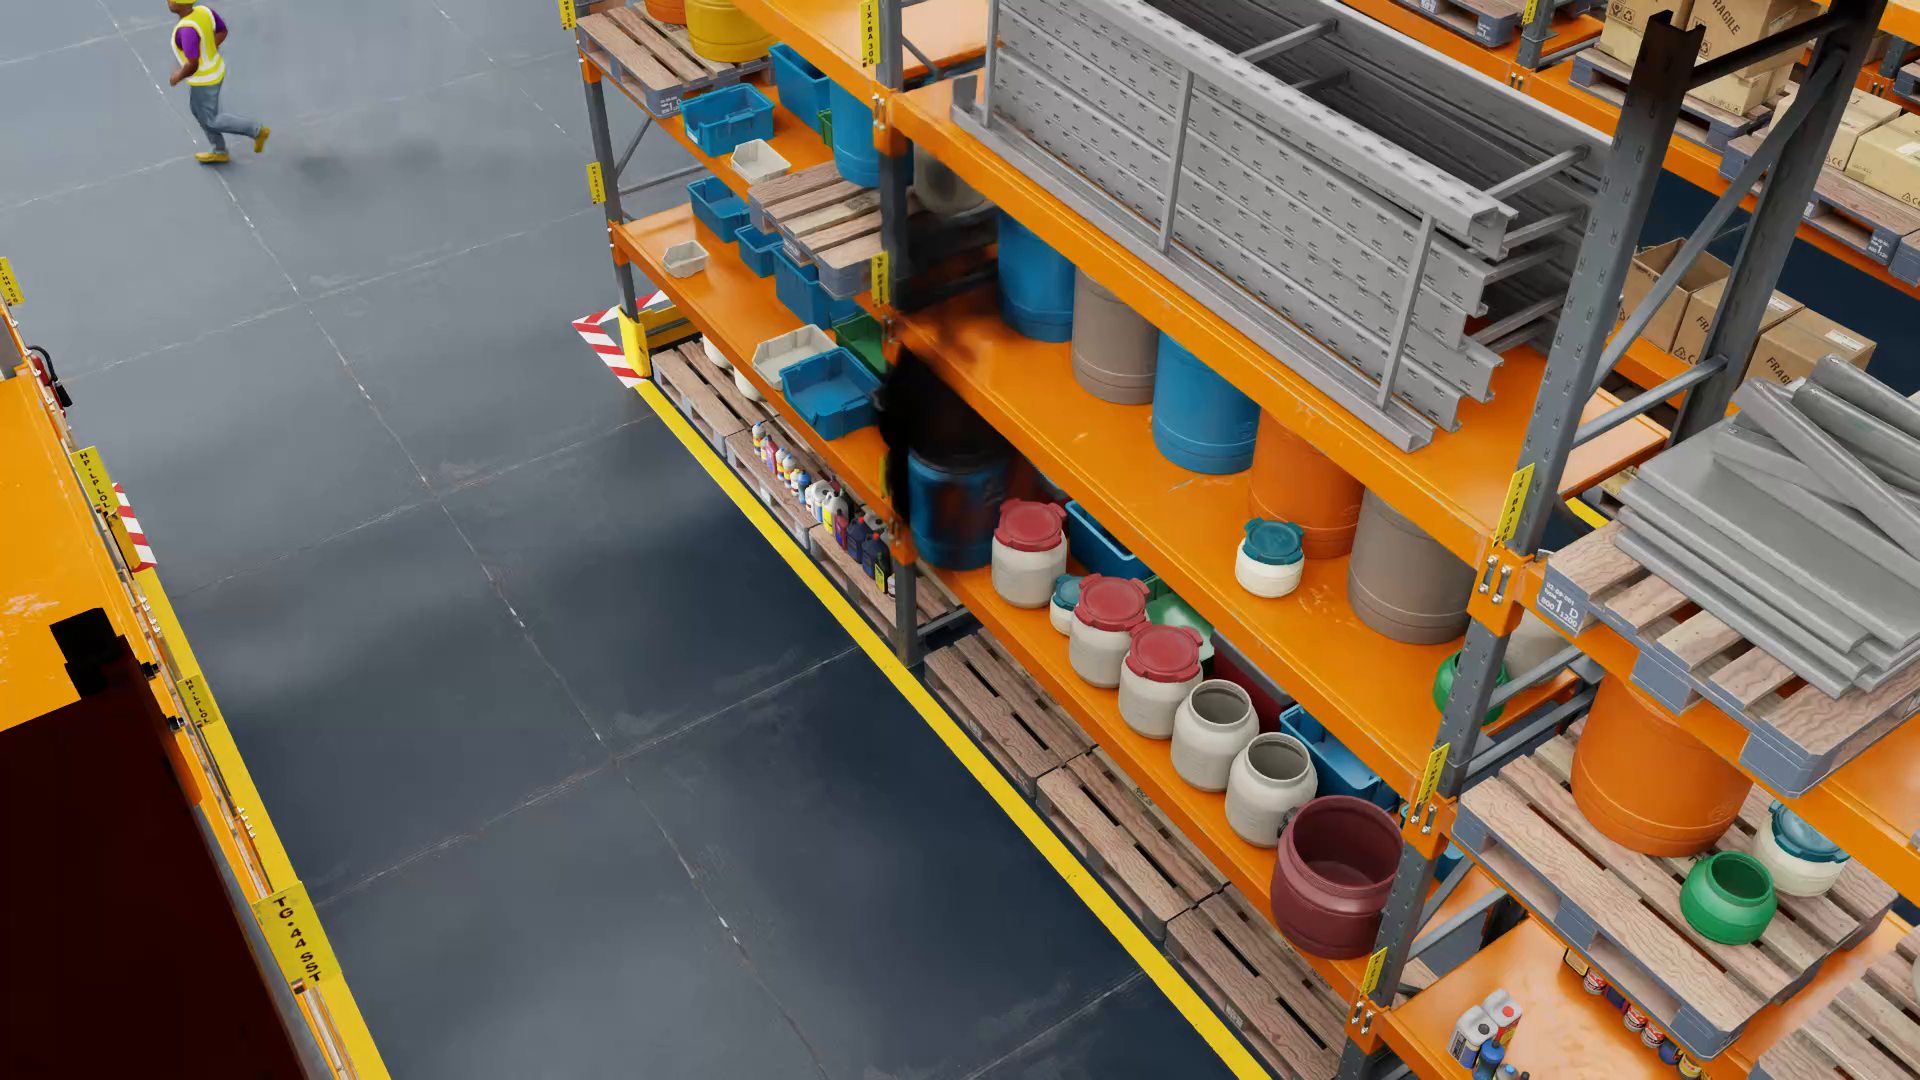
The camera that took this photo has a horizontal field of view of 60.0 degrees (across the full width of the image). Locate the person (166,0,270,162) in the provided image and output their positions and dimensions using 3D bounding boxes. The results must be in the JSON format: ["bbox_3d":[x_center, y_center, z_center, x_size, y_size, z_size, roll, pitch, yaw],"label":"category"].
[{"bbox_3d":[-6.780,-4.211,15.056,0.795,1.733,0.738,-3,43,-3],"label":"person"}]
